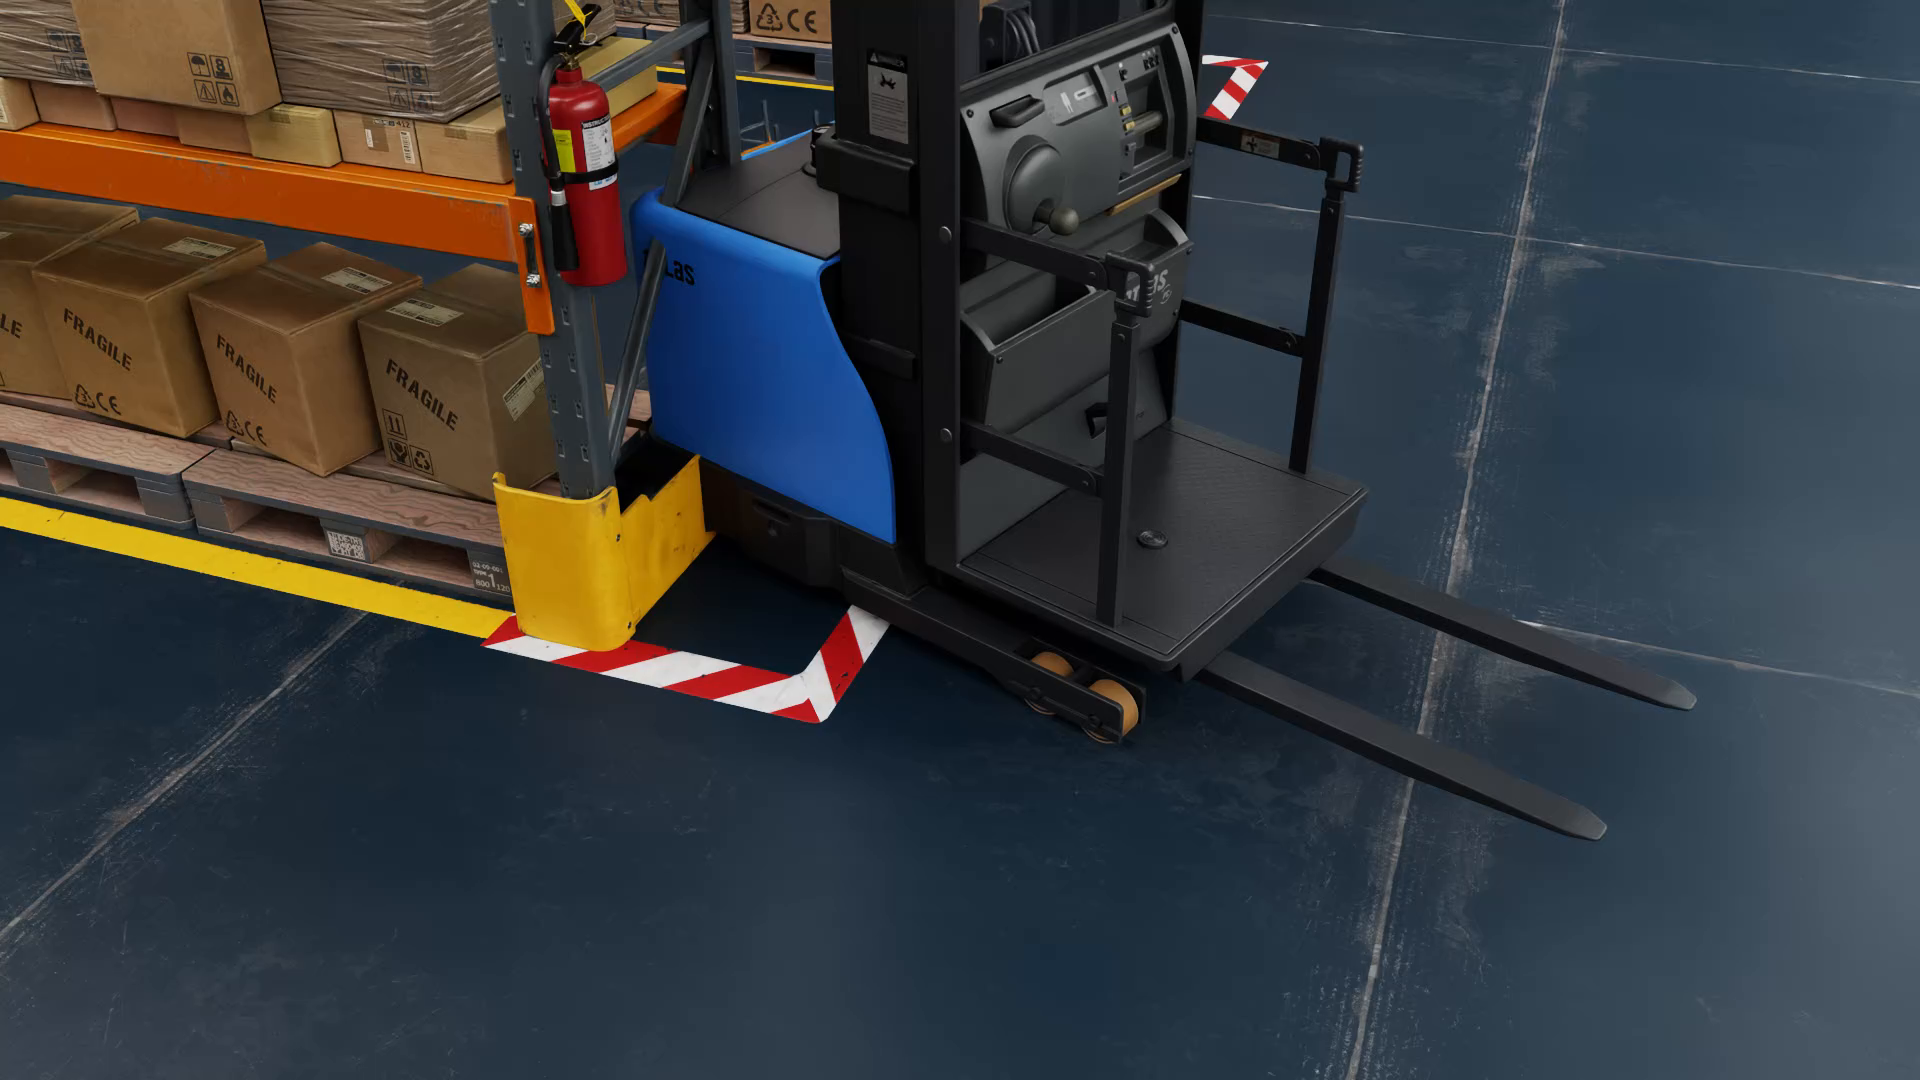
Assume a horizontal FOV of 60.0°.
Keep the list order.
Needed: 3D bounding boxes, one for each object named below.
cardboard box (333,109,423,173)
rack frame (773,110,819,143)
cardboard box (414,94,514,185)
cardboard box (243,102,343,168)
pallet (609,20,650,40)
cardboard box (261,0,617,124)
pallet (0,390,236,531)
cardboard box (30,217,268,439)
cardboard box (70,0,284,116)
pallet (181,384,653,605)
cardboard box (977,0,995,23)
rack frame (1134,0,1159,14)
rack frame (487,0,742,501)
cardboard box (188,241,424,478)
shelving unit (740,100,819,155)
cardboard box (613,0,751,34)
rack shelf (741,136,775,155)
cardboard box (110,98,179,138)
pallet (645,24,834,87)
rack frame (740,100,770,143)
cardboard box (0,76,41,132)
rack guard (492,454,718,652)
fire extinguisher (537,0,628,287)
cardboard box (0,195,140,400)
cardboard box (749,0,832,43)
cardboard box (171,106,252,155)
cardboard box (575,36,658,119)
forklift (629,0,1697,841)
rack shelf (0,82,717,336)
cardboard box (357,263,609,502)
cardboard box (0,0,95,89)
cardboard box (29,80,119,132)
[{"bbox_3d":[-1.453,-1.134,4.472,0.250,0.149,0.380,11,34,16],"label":"cardboard box"},{"bbox_3d":[-0.507,-0.923,5.682,0.008,1.050,0.200,21,38,35],"label":"rack frame"},{"bbox_3d":[-1.218,-1.088,4.401,0.250,0.149,0.380,11,34,16],"label":"cardboard box"},{"bbox_3d":[-1.706,-1.153,4.502,0.250,0.149,0.380,11,34,16],"label":"cardboard box"},{"bbox_3d":[-2.188,-3.142,9.922,1.213,0.211,1.003,11,34,16],"label":"pallet"},{"bbox_3d":[-1.389,-1.528,4.485,0.500,0.500,0.875,11,34,16],"label":"cardboard box"},{"bbox_3d":[-2.849,-0.480,5.798,1.213,0.211,1.003,11,34,16],"label":"pallet"},{"bbox_3d":[-2.620,-0.712,5.504,0.500,0.500,0.500,14,35,21],"label":"cardboard box"},{"bbox_3d":[-1.900,-1.558,4.532,0.500,0.500,0.875,11,34,16],"label":"cardboard box"},{"bbox_3d":[-1.705,-0.256,5.451,1.213,0.211,1.003,11,34,16],"label":"pallet"},{"bbox_3d":[0.228,-3.135,8.911,0.875,0.875,0.875,11,35,17],"label":"cardboard box"},{"bbox_3d":[0.888,-3.761,8.309,0.127,3.000,1.000,11,34,16],"label":"rack frame"},{"bbox_3d":[-0.880,-1.246,4.415,0.127,3.000,1.000,11,34,16],"label":"rack frame"},{"bbox_3d":[-2.037,-0.587,5.312,0.500,0.500,0.500,21,38,29],"label":"cardboard box"},{"bbox_3d":[-0.601,-0.958,5.752,0.252,1.050,0.215,21,38,35],"label":"shelving unit"},{"bbox_3d":[-1.459,-3.462,9.419,0.875,0.875,0.875,11,35,17],"label":"cardboard box"},{"bbox_3d":[-0.615,-1.194,5.614,0.240,0.259,0.215,21,38,35],"label":"rack shelf"},{"bbox_3d":[-2.157,-1.274,4.689,0.250,0.149,0.380,11,34,16],"label":"cardboard box"},{"bbox_3d":[-1.035,-2.920,9.577,1.213,0.211,1.003,11,34,16],"label":"pallet"},{"bbox_3d":[-0.694,-0.993,5.821,0.008,1.050,0.200,21,38,35],"label":"rack frame"},{"bbox_3d":[-2.666,-1.308,4.743,0.250,0.149,0.380,11,34,16],"label":"cardboard box"},{"bbox_3d":[-0.952,-0.210,5.115,0.348,0.500,1.175,11,34,16],"label":"rack guard"},{"bbox_3d":[-0.928,-0.958,4.039,0.183,0.674,0.296,11,34,16],"label":"fire extinguisher"},{"bbox_3d":[-3.130,-0.837,5.698,0.500,0.500,0.500,8,34,12],"label":"cardboard box"},{"bbox_3d":[-0.601,-3.295,9.159,0.875,0.875,0.875,10,34,16],"label":"cardboard box"},{"bbox_3d":[-1.936,-1.207,4.585,0.250,0.149,0.380,11,34,16],"label":"cardboard box"},{"bbox_3d":[-1.068,-1.315,4.752,0.250,0.149,0.380,11,34,16],"label":"cardboard box"},{"bbox_3d":[0.485,-1.018,4.125,3.031,2.935,1.130,24,40,32],"label":"forklift"},{"bbox_3d":[-2.763,-1.310,5.177,4.000,0.370,1.077,11,34,16],"label":"rack shelf"},{"bbox_3d":[-1.462,-0.495,5.169,0.500,0.500,0.500,18,37,25],"label":"cardboard box"},{"bbox_3d":[-2.356,-1.672,4.708,0.500,0.500,0.875,11,34,16],"label":"cardboard box"},{"bbox_3d":[-2.400,-1.308,4.742,0.250,0.149,0.380,11,34,16],"label":"cardboard box"}]
